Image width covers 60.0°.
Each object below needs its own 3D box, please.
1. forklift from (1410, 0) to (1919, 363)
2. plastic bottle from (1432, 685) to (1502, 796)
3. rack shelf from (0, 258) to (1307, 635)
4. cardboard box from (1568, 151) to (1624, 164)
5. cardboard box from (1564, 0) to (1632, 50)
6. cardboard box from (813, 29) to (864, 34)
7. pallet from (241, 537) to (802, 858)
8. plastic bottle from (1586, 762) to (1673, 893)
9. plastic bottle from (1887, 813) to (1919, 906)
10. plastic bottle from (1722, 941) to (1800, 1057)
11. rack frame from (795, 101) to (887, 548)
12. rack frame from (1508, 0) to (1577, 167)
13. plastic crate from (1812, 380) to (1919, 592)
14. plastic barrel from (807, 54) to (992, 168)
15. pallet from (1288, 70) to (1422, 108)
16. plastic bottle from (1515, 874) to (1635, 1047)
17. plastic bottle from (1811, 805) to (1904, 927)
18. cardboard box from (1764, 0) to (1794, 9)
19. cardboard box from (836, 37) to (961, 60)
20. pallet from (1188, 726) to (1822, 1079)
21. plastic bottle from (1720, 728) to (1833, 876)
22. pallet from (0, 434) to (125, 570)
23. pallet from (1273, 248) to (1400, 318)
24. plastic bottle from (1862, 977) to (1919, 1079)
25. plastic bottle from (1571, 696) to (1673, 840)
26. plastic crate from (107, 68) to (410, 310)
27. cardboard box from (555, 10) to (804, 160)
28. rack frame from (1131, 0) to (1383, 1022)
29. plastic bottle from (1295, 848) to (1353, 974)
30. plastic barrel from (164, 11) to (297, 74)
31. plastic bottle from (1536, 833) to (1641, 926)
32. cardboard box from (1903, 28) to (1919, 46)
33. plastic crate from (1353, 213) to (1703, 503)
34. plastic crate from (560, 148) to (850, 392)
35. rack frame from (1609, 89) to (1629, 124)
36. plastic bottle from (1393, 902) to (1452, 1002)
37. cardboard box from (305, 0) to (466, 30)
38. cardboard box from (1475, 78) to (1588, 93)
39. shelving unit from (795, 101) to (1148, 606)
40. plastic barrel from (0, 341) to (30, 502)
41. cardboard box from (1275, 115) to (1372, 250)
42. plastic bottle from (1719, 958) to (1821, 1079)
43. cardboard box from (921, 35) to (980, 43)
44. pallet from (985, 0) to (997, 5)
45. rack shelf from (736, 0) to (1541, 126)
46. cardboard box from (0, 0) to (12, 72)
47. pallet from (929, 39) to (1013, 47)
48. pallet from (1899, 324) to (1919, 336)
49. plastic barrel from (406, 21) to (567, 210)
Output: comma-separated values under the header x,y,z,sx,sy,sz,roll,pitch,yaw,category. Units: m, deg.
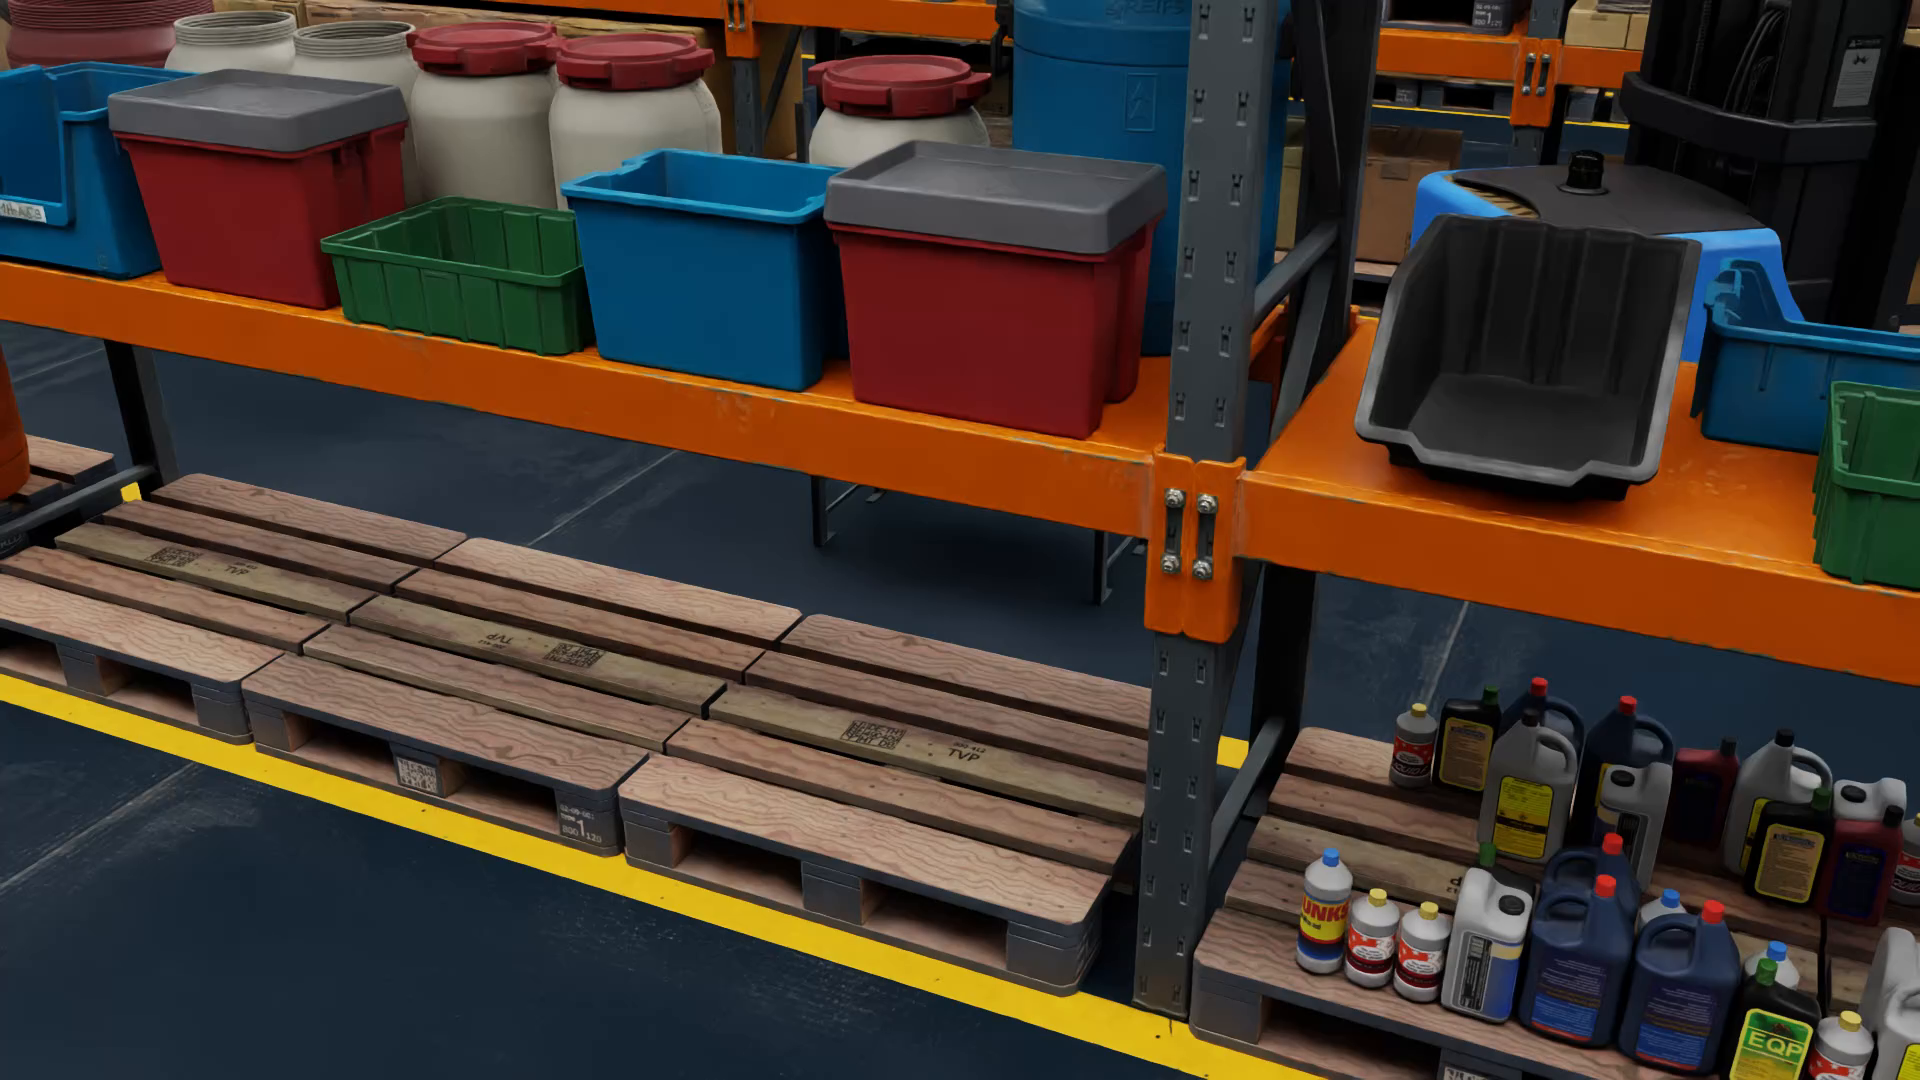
x,y,z,sx,sy,sz,roll,pitch,yaw,category
3.216,-1.623,5.728,3.031,2.935,1.130,-5,27,-11,forklift
1.216,0.468,3.981,0.133,0.283,0.061,13,29,24,plastic bottle
-1.179,-0.552,4.289,4.000,0.370,1.077,11,28,22,rack shelf
3.039,-1.478,7.710,0.500,0.500,0.500,10,28,20,cardboard box
2.763,-2.227,7.162,0.250,0.149,0.380,11,28,22,cardboard box
-0.918,-4.577,14.006,0.500,0.500,0.500,12,29,23,cardboard box
-1.204,0.392,4.715,1.213,0.211,1.003,11,28,22,pallet
1.483,0.617,3.686,0.135,0.276,0.152,11,28,22,plastic bottle
2.081,0.687,3.628,0.097,0.201,0.097,0,26,0,plastic bottle
1.526,0.879,3.160,0.097,0.271,0.097,0,26,0,plastic bottle
-0.385,-0.750,5.576,0.032,1.500,0.500,11,28,22,rack frame
2.692,-2.500,7.432,0.127,3.000,1.000,11,28,22,rack frame
1.760,-0.052,2.699,0.662,0.188,0.450,11,28,22,plastic crate
-0.139,-0.833,3.891,0.433,0.535,0.433,0,26,0,plastic barrel
2.989,-3.558,12.738,1.213,0.211,1.003,11,28,22,pallet
1.204,0.797,3.236,0.185,0.351,0.144,12,29,23,plastic bottle
1.918,0.683,3.544,0.133,0.283,0.061,11,28,22,plastic bottle
3.516,-2.466,6.912,0.500,0.500,0.875,11,28,22,cardboard box
-0.327,-2.533,8.983,0.500,0.250,0.500,13,29,24,cardboard box
1.236,0.882,3.720,1.213,0.211,1.003,11,28,22,pallet
1.816,0.578,3.680,0.185,0.351,0.144,11,28,21,plastic bottle
-3.735,-0.116,5.747,1.213,0.211,1.003,11,28,22,pallet
1.982,-1.391,8.336,1.213,0.211,1.003,11,28,22,pallet
1.763,0.909,3.008,0.185,0.351,0.144,11,28,21,plastic bottle
1.522,0.519,3.800,0.185,0.351,0.144,10,28,19,plastic bottle
-1.655,-0.850,4.008,0.583,0.464,0.402,11,28,22,plastic crate
-1.569,-2.601,9.567,0.875,0.875,1.225,10,28,19,cardboard box
0.641,-0.509,3.387,0.127,3.000,1.000,11,28,22,rack frame
0.750,0.753,3.416,0.097,0.271,0.097,0,26,0,plastic bottle
-1.975,-1.188,4.640,0.421,0.512,0.421,0,26,0,plastic barrel
1.264,0.739,3.354,0.185,0.351,0.144,11,28,22,plastic bottle
3.911,-2.008,6.718,0.250,0.149,0.380,11,28,22,cardboard box
1.065,-0.334,3.103,0.504,0.338,0.767,11,28,22,plastic crate
-0.492,-0.578,3.546,0.575,0.384,0.392,11,28,22,plastic crate
4.837,-4.476,11.445,0.127,3.000,1.000,11,28,22,rack frame
0.935,0.821,3.356,0.097,0.201,0.097,0,26,0,plastic bottle
-3.186,-2.926,10.227,0.875,0.875,1.225,10,28,20,cardboard box
4.234,-3.732,12.007,0.750,0.750,1.050,11,28,22,cardboard box
0.078,-0.657,5.387,1.048,1.500,0.538,11,28,22,shelving unit
-3.452,-0.537,5.427,0.708,0.830,0.600,11,28,22,plastic barrel
1.715,-1.792,8.325,0.500,0.500,0.700,11,28,21,cardboard box
1.509,0.909,3.086,0.133,0.283,0.061,13,29,24,plastic bottle
0.017,-4.386,13.617,0.500,0.500,0.500,13,29,24,cardboard box
0.869,-2.800,8.258,1.213,0.211,1.003,11,28,22,pallet
0.871,-2.543,8.334,4.000,0.370,1.077,11,28,22,rack shelf
-5.978,-3.515,11.424,0.875,0.875,0.875,11,28,22,cardboard box
0.485,-4.100,13.838,1.213,0.211,1.003,11,28,22,pallet
4.432,-0.918,7.376,1.213,0.211,1.003,11,28,22,pallet
-1.200,-1.046,4.325,0.433,0.535,0.433,0,26,0,plastic barrel
